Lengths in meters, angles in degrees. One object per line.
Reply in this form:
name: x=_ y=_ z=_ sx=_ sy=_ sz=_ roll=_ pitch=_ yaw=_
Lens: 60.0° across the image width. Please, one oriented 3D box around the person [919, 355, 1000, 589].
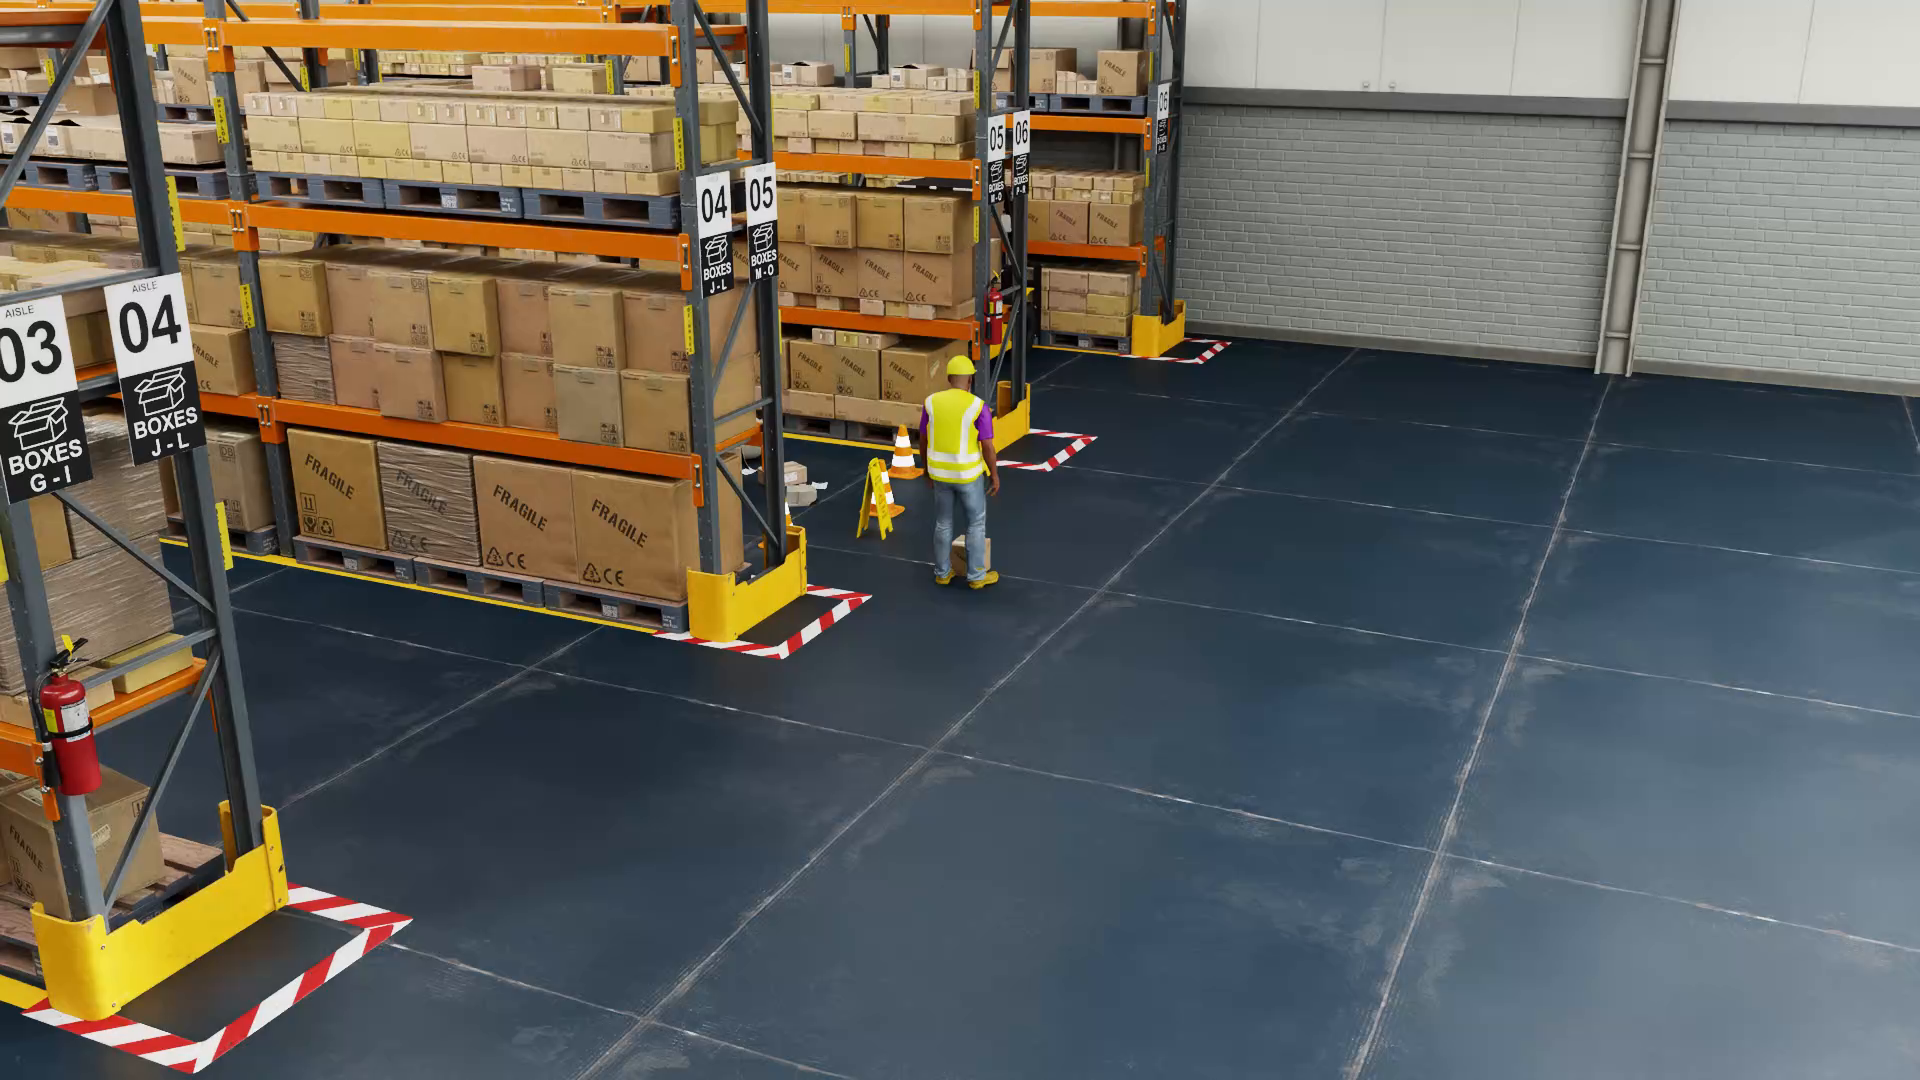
person: x=-0.004 y=-0.514 z=12.535 sx=0.627 sy=1.760 sz=0.456 roll=8 pitch=21 yaw=23
